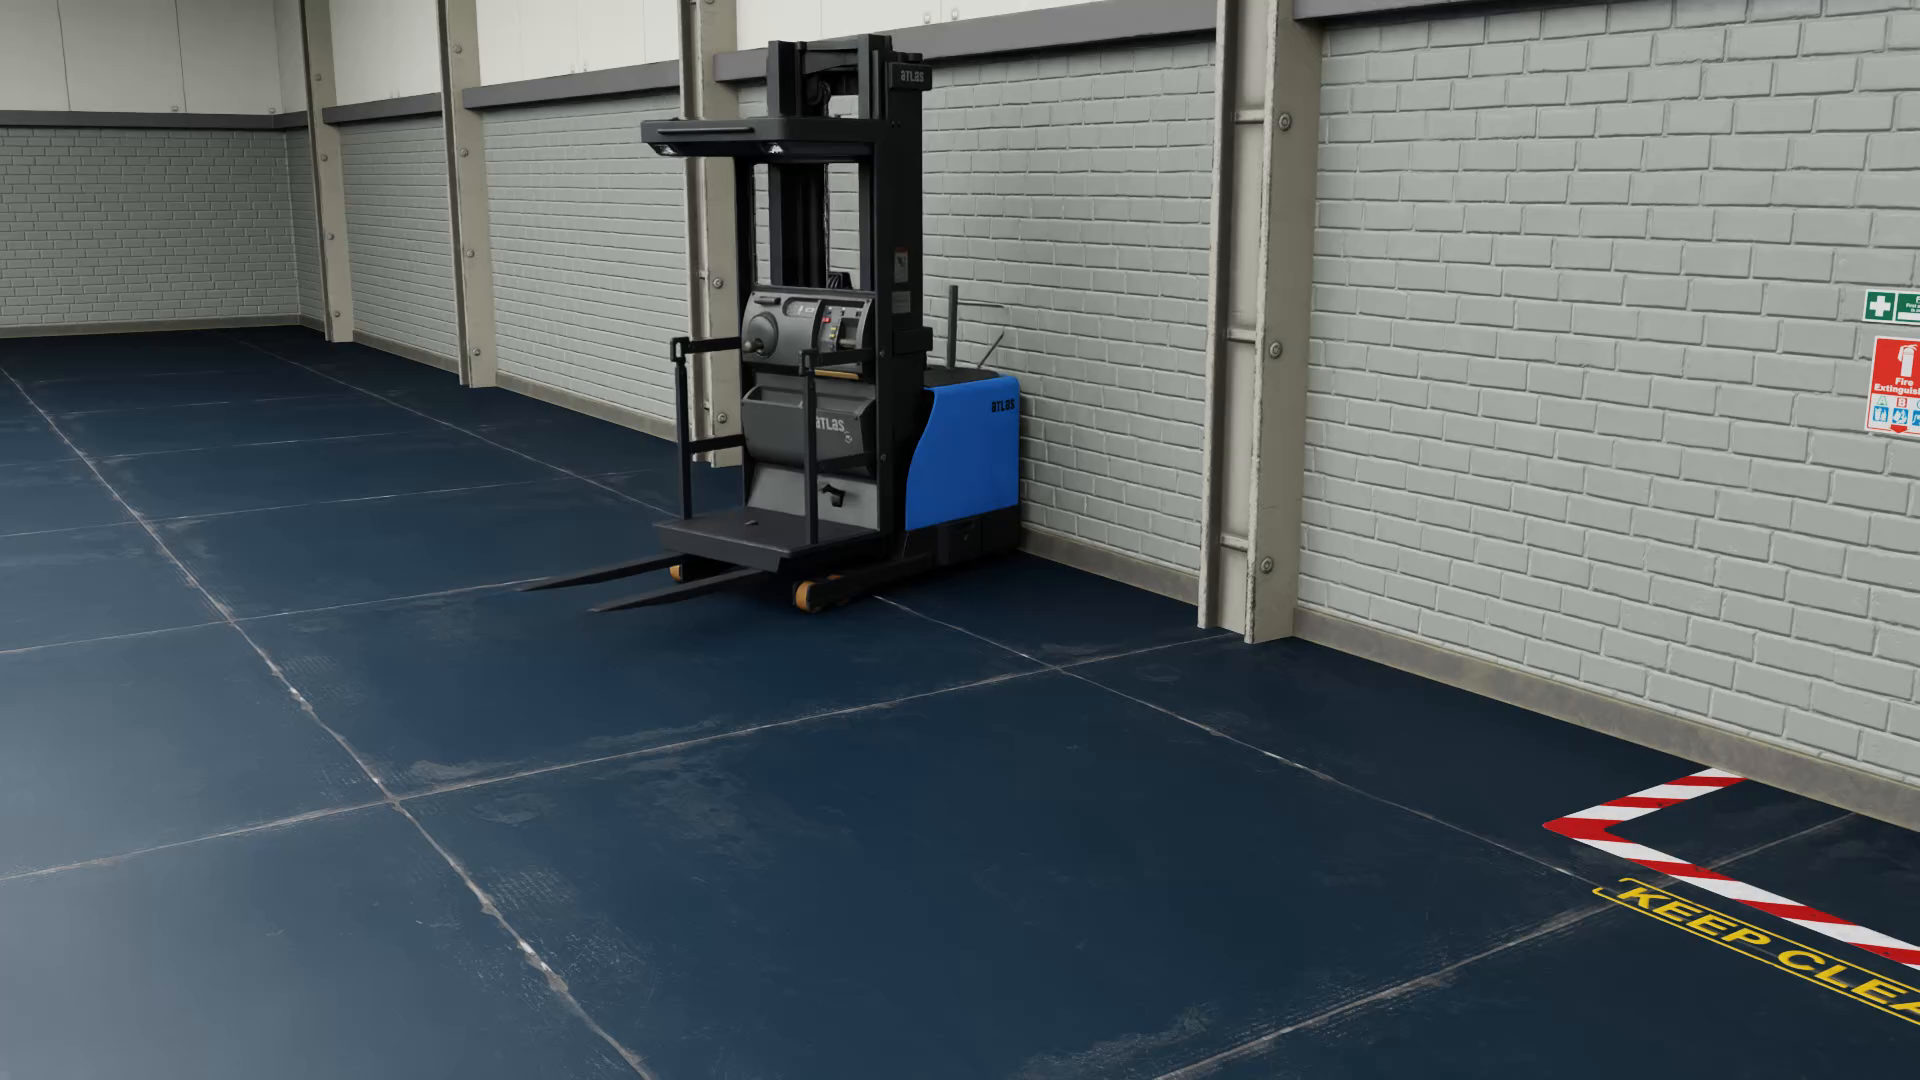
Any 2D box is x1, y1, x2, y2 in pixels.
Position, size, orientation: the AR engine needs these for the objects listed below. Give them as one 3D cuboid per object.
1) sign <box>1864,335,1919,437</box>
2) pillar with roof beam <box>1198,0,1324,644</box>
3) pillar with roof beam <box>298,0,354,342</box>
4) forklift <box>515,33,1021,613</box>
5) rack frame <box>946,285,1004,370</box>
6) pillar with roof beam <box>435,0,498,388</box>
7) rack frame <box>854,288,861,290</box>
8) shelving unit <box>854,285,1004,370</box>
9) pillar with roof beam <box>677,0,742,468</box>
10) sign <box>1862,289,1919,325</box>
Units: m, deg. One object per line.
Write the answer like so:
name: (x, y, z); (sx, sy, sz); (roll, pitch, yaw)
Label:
sign: (3.196, -0.519, 5.632); (0.001, 0.329, 0.234); (-8, 15, -33)
pillar with roof beam: (-2.154, -3.436, 5.008); (9.100, 9.000, 0.400); (-8, 15, -33)
pillar with roof beam: (-12.127, -6.637, 19.647); (9.100, 9.000, 0.400); (-8, 15, -33)
forklift: (-0.971, -1.174, 8.871); (1.130, 2.935, 3.031); (10, 16, 39)
rack frame: (0.118, -0.754, 9.953); (0.500, 1.500, 0.032); (-2, 7, -37)
pillar with roof beam: (-8.802, -5.570, 14.767); (9.100, 9.000, 0.400); (-8, 15, -33)
rack frame: (-0.494, -0.859, 10.758); (0.500, 1.500, 0.032); (-2, 7, -37)
shelving unit: (-0.183, -0.806, 10.348); (0.587, 1.500, 1.083); (-2, 7, -37)
pillar with roof beam: (-5.478, -4.503, 9.888); (9.100, 9.000, 0.400); (-8, 15, -33)
sign: (3.192, -0.776, 5.567); (0.001, 0.109, 0.331); (-8, 15, -33)
